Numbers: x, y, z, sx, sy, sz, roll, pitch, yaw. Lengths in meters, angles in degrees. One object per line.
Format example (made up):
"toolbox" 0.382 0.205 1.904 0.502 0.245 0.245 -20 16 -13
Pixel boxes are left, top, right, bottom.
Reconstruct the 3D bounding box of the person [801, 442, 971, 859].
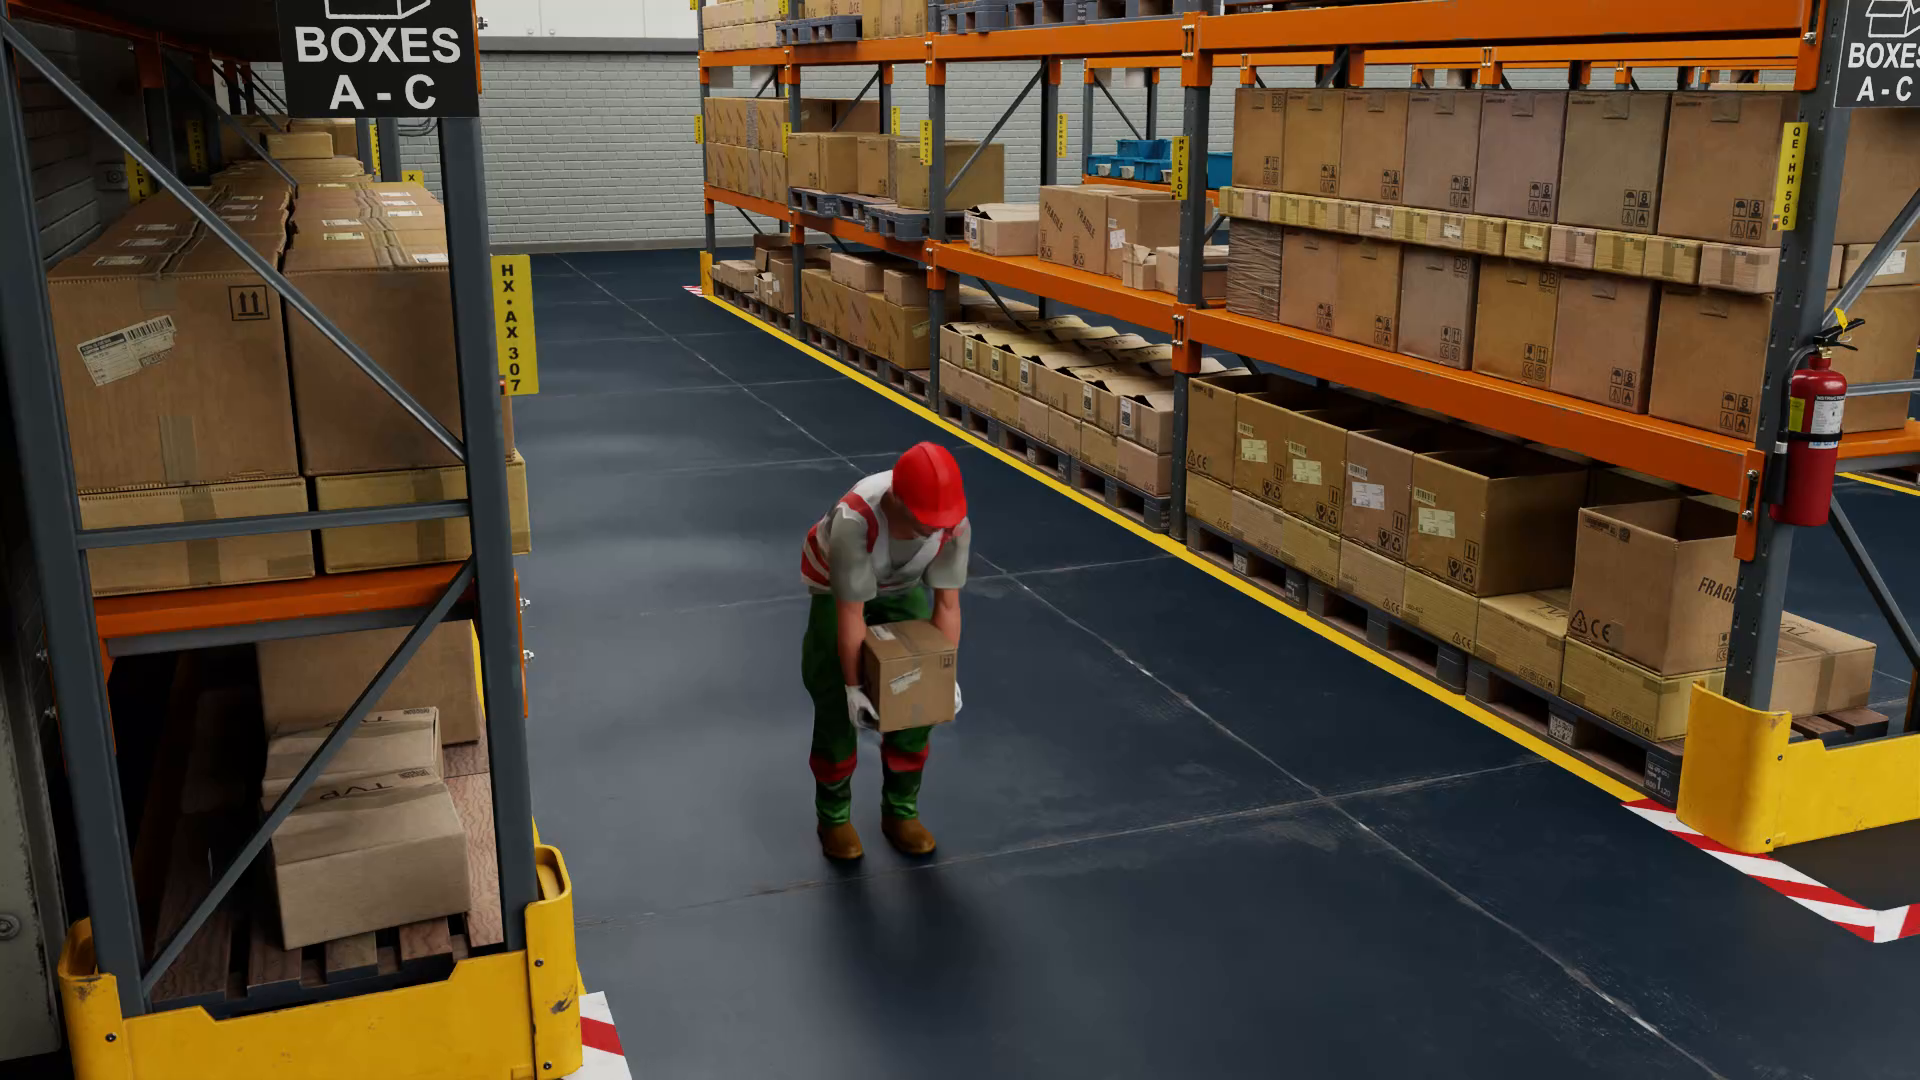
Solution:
"person" -0.217 0.353 5.288 0.484 1.472 0.858 -6 17 -21
